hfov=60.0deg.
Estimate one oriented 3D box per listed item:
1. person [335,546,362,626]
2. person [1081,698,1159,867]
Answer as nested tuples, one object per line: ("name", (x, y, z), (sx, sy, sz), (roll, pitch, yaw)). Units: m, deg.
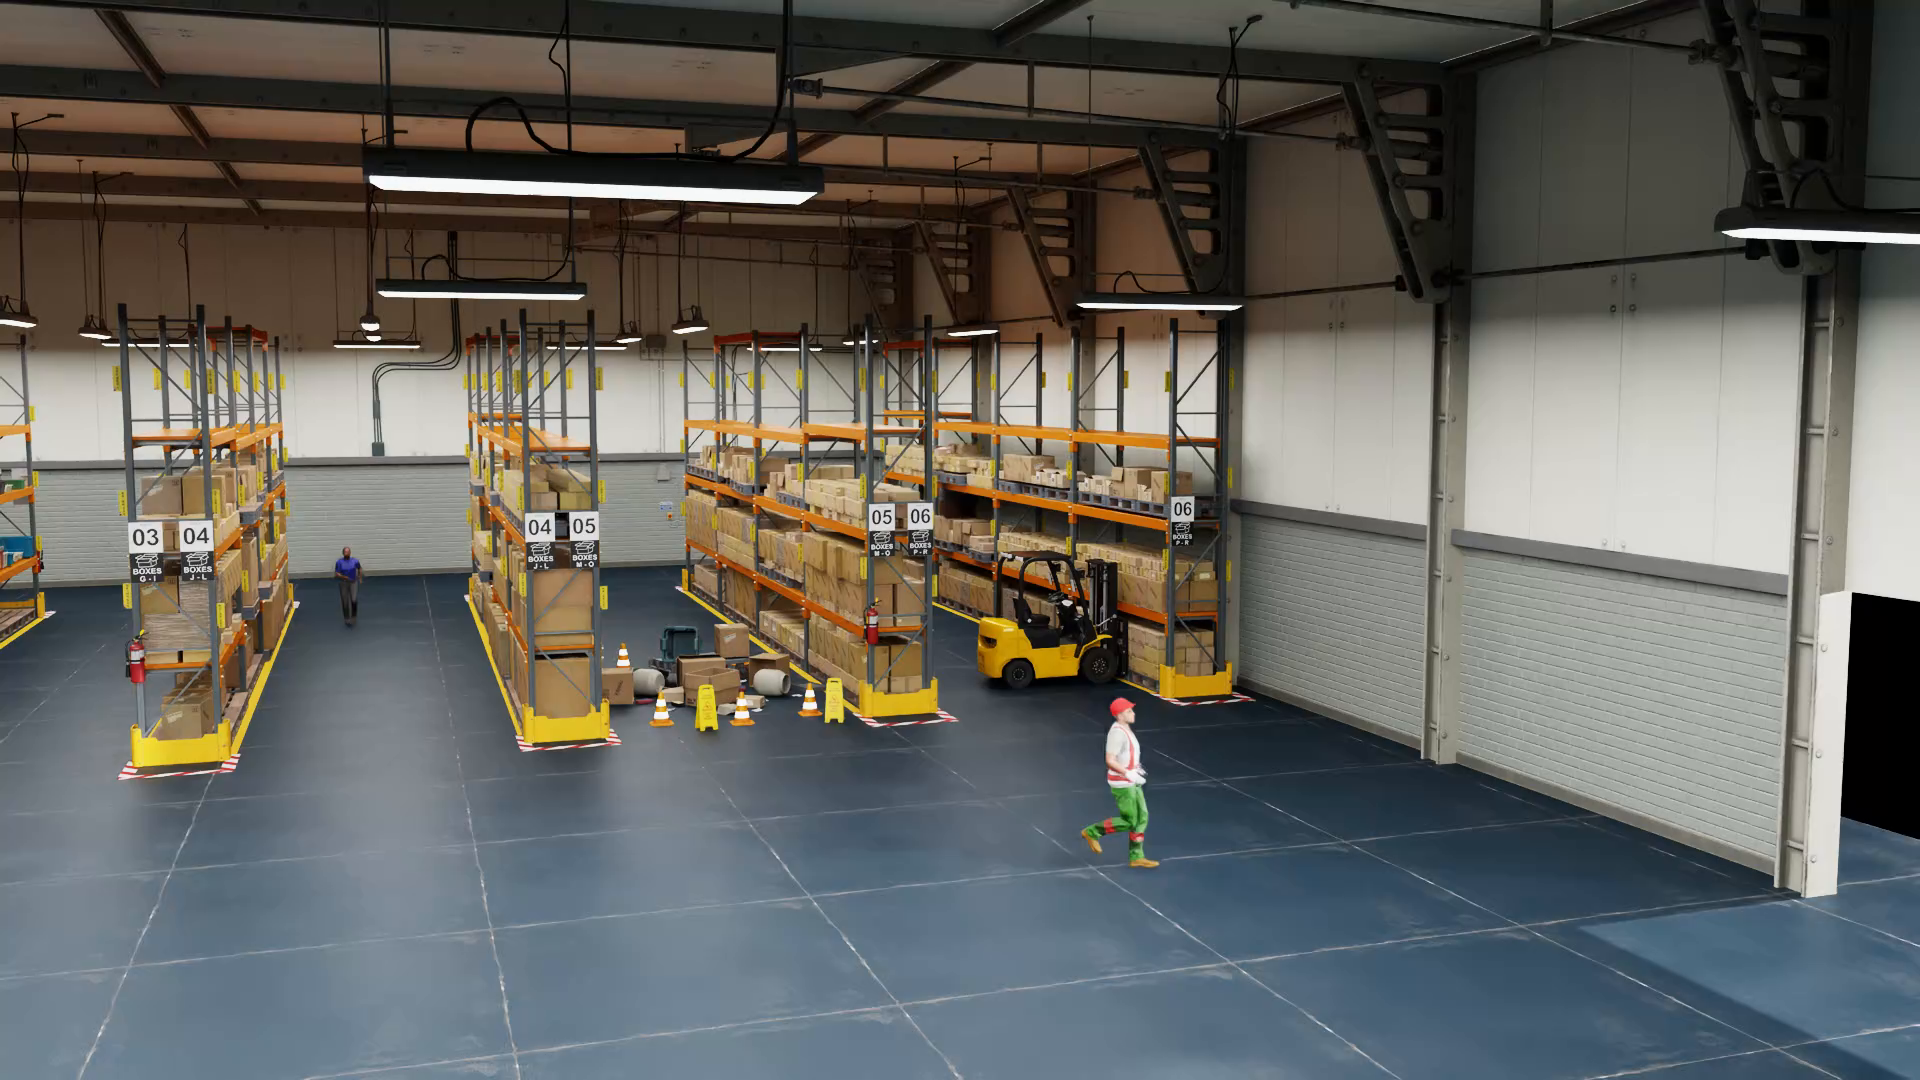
("person", (-12.527, 0.954, 34.096), (0.538, 1.651, 0.762), (-2, 6, -23))
("person", (1.663, 2.499, 17.159), (0.806, 1.756, 0.674), (2, 6, 15))
